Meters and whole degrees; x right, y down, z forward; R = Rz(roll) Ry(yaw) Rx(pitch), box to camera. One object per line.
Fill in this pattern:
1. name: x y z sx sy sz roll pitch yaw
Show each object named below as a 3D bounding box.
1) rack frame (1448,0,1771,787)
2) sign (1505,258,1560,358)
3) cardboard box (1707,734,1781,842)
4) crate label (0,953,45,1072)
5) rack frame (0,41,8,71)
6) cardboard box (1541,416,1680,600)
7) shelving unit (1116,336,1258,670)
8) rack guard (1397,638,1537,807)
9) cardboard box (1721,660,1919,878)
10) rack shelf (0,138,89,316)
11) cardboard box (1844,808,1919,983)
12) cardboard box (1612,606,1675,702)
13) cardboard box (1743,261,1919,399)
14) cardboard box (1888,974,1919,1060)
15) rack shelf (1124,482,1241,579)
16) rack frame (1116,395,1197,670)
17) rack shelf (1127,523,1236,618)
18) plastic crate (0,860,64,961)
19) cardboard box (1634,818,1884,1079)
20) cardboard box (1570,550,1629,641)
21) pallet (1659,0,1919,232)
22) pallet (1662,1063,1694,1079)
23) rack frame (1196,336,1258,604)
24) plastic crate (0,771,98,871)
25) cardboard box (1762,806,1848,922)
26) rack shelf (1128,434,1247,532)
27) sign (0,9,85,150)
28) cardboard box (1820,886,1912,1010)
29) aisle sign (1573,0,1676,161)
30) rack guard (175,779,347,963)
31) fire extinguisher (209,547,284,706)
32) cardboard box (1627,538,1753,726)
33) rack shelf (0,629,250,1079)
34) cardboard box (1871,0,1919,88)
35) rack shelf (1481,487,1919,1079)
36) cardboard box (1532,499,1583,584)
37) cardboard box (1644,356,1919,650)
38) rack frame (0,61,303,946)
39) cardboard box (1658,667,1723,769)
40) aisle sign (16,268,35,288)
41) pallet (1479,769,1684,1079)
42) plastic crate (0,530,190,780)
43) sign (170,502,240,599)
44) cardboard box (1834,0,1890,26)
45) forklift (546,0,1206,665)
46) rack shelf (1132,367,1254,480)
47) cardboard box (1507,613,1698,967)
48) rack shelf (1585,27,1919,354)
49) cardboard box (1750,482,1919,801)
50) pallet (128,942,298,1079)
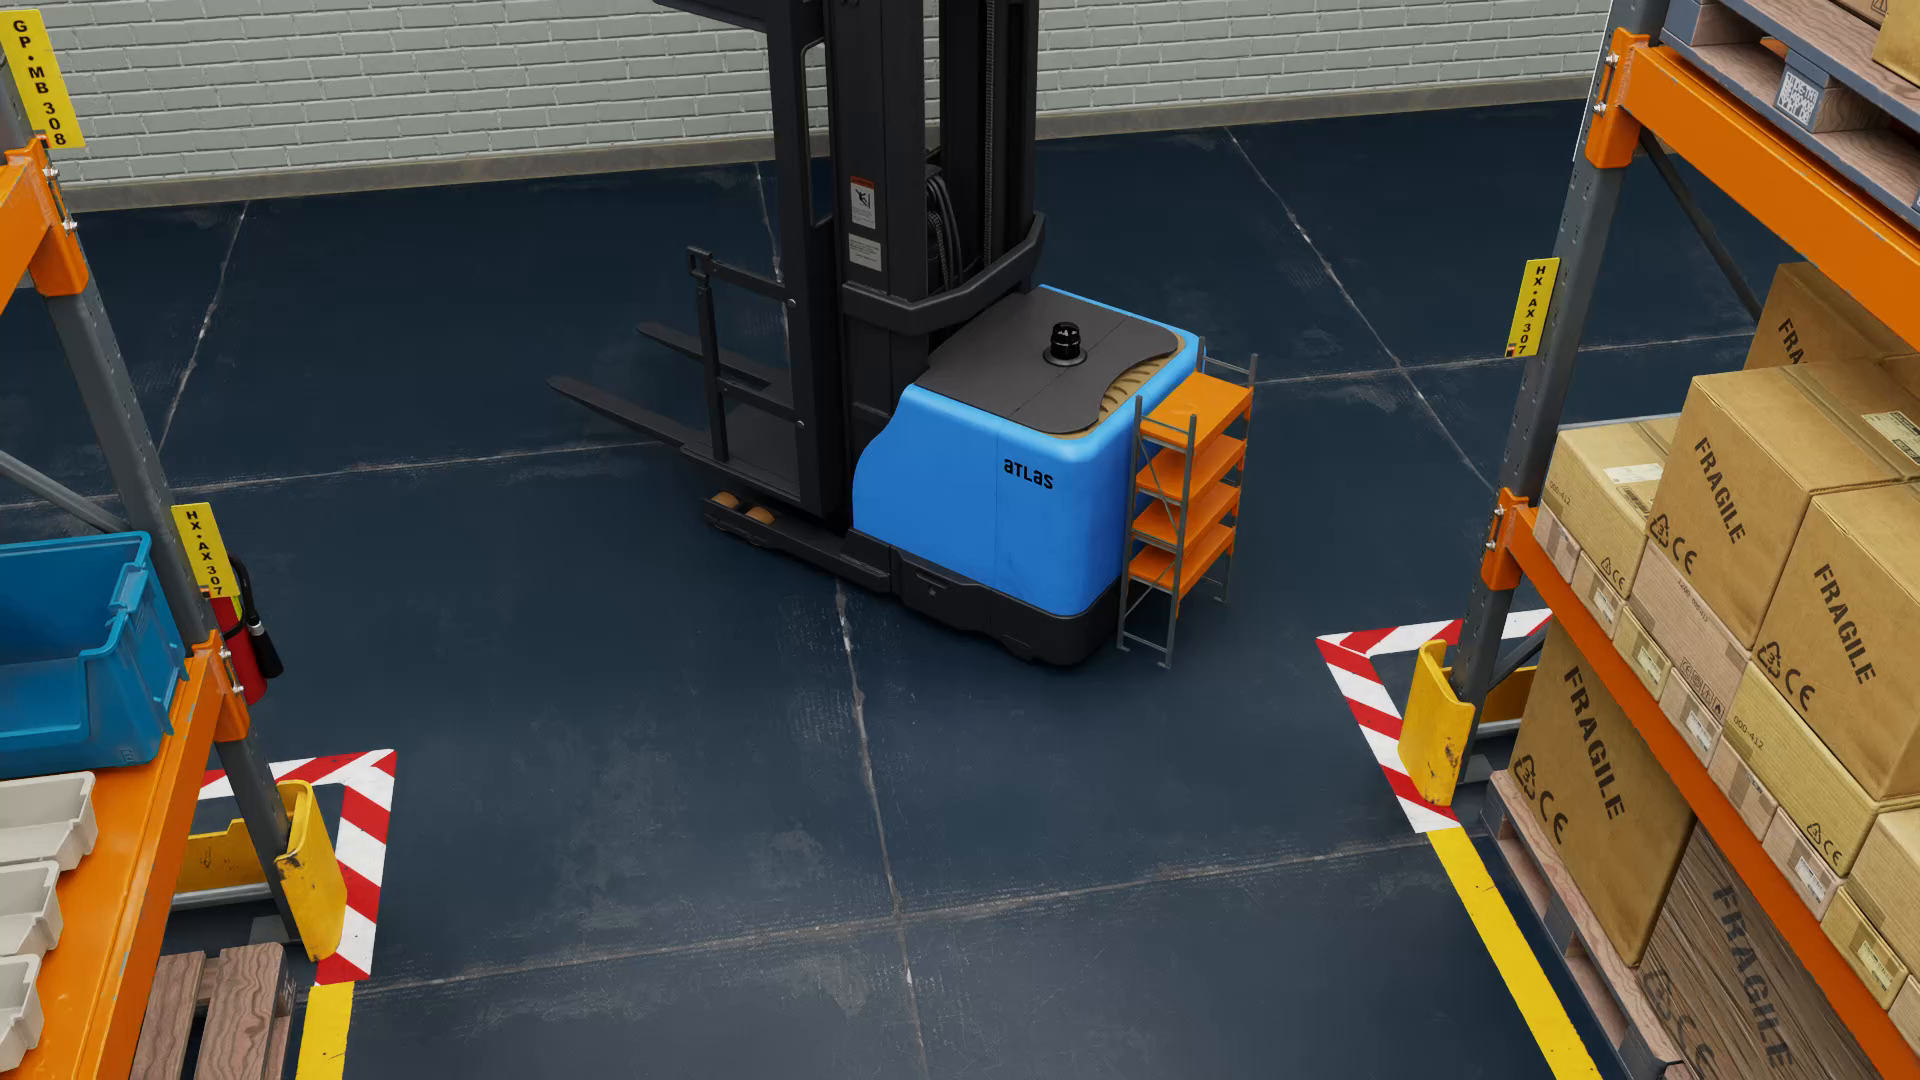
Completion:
1. rack frame: 2.238 -0.367 5.277 1.000 3.000 0.127 -6 38 -8
2. sign: 1.691 -0.684 4.915 0.100 0.325 0.005 -6 38 -8
3. cardboard box: 2.157 0.603 4.234 0.380 0.149 0.250 -7 38 -9
4. crate label: -2.208 1.061 3.605 0.396 0.136 0.243 -6 38 -8
5. rack frame: -2.638 -2.203 2.751 1.000 3.000 0.127 -6 38 -8
6. cardboard box: 2.056 -0.106 4.822 0.500 0.250 0.500 -7 38 -9
7. shelving unit: 0.869 -0.128 6.437 0.258 1.200 0.503 22 43 26
8. rack guard: 2.234 0.606 6.063 1.175 0.500 0.348 -6 38 -8
9. cardboard box: 2.239 0.511 4.027 0.500 0.250 0.500 -7 38 -9
10. rack shelf: -2.288 0.473 2.337 1.077 0.370 4.000 -6 38 -8
11. cardboard box: 2.335 0.826 3.622 0.500 0.250 0.500 -7 38 -9
12. cardboard box: 2.067 0.292 4.634 0.380 0.149 0.250 -7 38 -9
13. cardboard box: 2.582 -0.455 4.660 0.500 0.500 0.500 -6 38 -7
14. cardboard box: 2.294 1.069 3.633 0.380 0.149 0.250 -6 38 -7
15. rack shelf: 0.869 -0.075 6.478 0.258 0.148 0.480 22 43 26
16. rack frame: 0.733 -0.004 6.277 0.240 1.200 0.015 22 43 26
17. rack shelf: 0.869 0.082 6.600 0.258 0.148 0.480 22 43 26
18. plastic crate: -2.280 0.896 3.818 0.396 0.136 0.243 -6 38 -8
19. cardboard box: 2.589 1.234 4.606 0.875 0.875 0.875 -6 38 -8
20. cardboard box: 2.022 0.137 4.833 0.380 0.149 0.250 -7 38 -9
21. pallet: 2.378 -1.070 3.809 1.003 0.211 1.213 -6 38 -8
22. pallet: 2.666 1.944 4.576 1.003 0.211 1.213 -6 38 -8
23. rack frame: 1.005 -0.252 6.597 0.240 1.200 0.015 22 43 26
24. plastic crate: -2.317 0.719 4.045 0.396 0.136 0.243 -6 38 -8
25. cardboard box: 2.203 0.759 4.033 0.380 0.149 0.250 -7 38 -8
26. rack shelf: 0.869 -0.252 6.341 0.258 0.148 0.480 22 43 26
27. sign: -2.100 -1.046 3.792 0.100 0.325 0.005 -6 38 -8
28. cardboard box: 2.246 0.911 3.837 0.380 0.149 0.250 -7 38 -9
29. aisle sign: 1.930 -1.405 4.494 0.394 0.787 0.004 -6 38 -8
30. rack guard: -2.655 1.140 5.375 1.175 0.500 0.348 -6 38 -8
31. fire extinguisher: -2.217 0.204 4.910 0.296 0.674 0.183 -6 38 -8
32. cardboard box: 2.154 0.207 4.418 0.500 0.250 0.500 -7 38 -9
33. rack shelf: -2.288 1.658 3.257 1.077 0.370 4.000 -6 38 -8
34. cardboard box: 2.362 -1.135 3.316 0.700 0.500 0.500 -8 38 -10
35. rack shelf: 2.589 1.125 3.943 1.077 0.370 4.000 -6 38 -8
36. cardboard box: 1.975 -0.018 5.033 0.380 0.149 0.250 -6 38 -7
37. cardboard box: 2.144 -0.100 4.203 0.500 0.500 0.500 -7 38 -9
38. rack frame: -2.638 0.166 4.592 1.000 3.000 0.127 -6 38 -8
39. cardboard box: 2.114 0.449 4.432 0.380 0.149 0.250 -7 38 -9
40. aisle sign: -2.362 -0.936 3.891 0.394 0.787 0.004 -6 38 -8
41. pallet: 2.455 1.209 5.522 1.003 0.211 1.213 -6 38 -8
42. plastic crate: -2.396 0.310 4.328 0.616 0.435 0.499 -6 38 -8
43. sign: -2.100 0.032 4.630 0.100 0.325 0.005 -6 38 -8
44. cardboard box: 2.382 -1.488 3.770 0.700 0.500 0.500 -8 39 -11
45. forklift: -0.520 -1.376 6.632 3.031 2.935 1.130 23 43 26
46. rack shelf: 0.869 -0.438 6.196 0.258 0.148 0.480 22 43 26
47. cardboard box: 2.429 0.684 5.314 0.875 0.875 0.875 -6 38 -8
48. rack shelf: 2.589 -0.059 3.023 1.077 0.370 4.000 -6 38 -8
49. cardboard box: 2.241 0.212 3.801 0.500 0.500 0.500 -7 38 -9
50. pallet: -2.532 1.769 4.801 1.003 0.211 1.213 -6 38 -8
